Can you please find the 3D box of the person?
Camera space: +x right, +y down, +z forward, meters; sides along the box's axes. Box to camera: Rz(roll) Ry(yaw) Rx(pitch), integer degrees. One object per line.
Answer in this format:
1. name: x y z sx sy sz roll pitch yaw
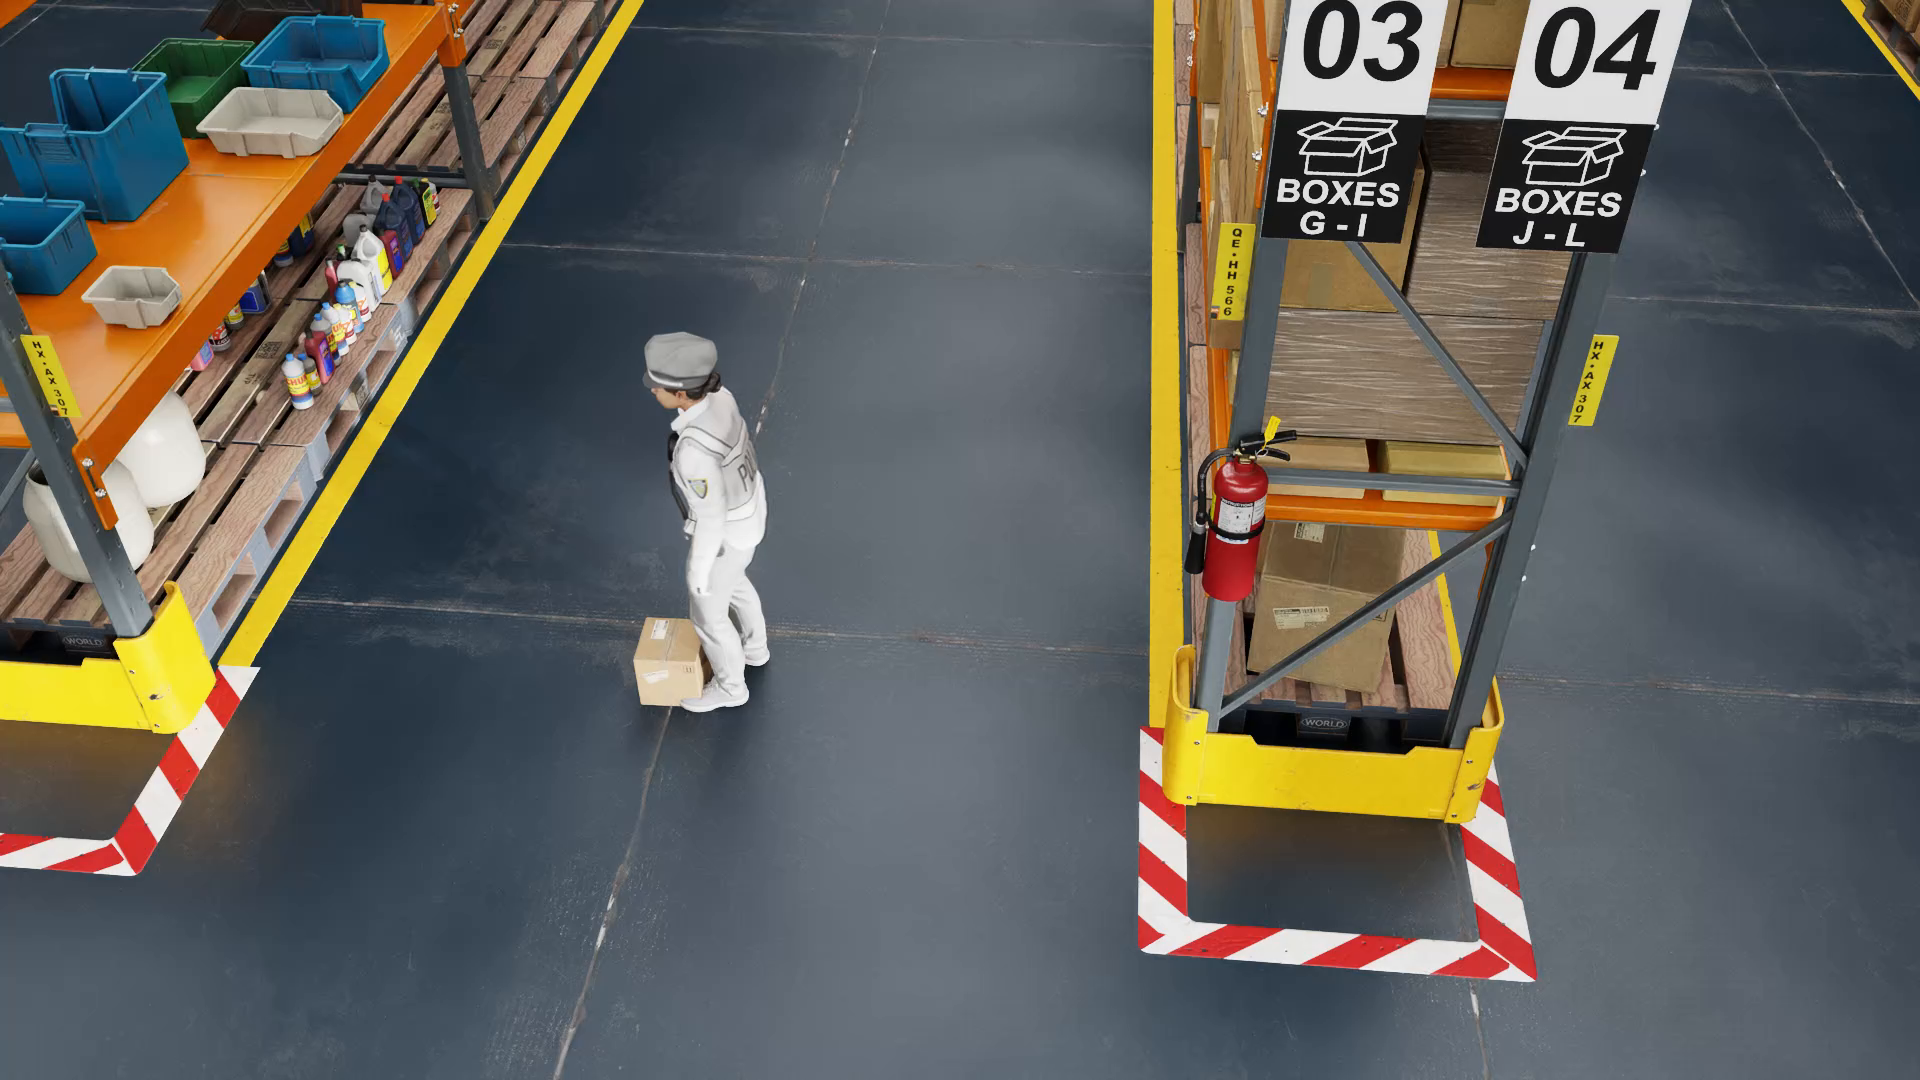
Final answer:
1. person: -0.927 -0.036 6.194 0.407 1.667 0.547 1 40 2
